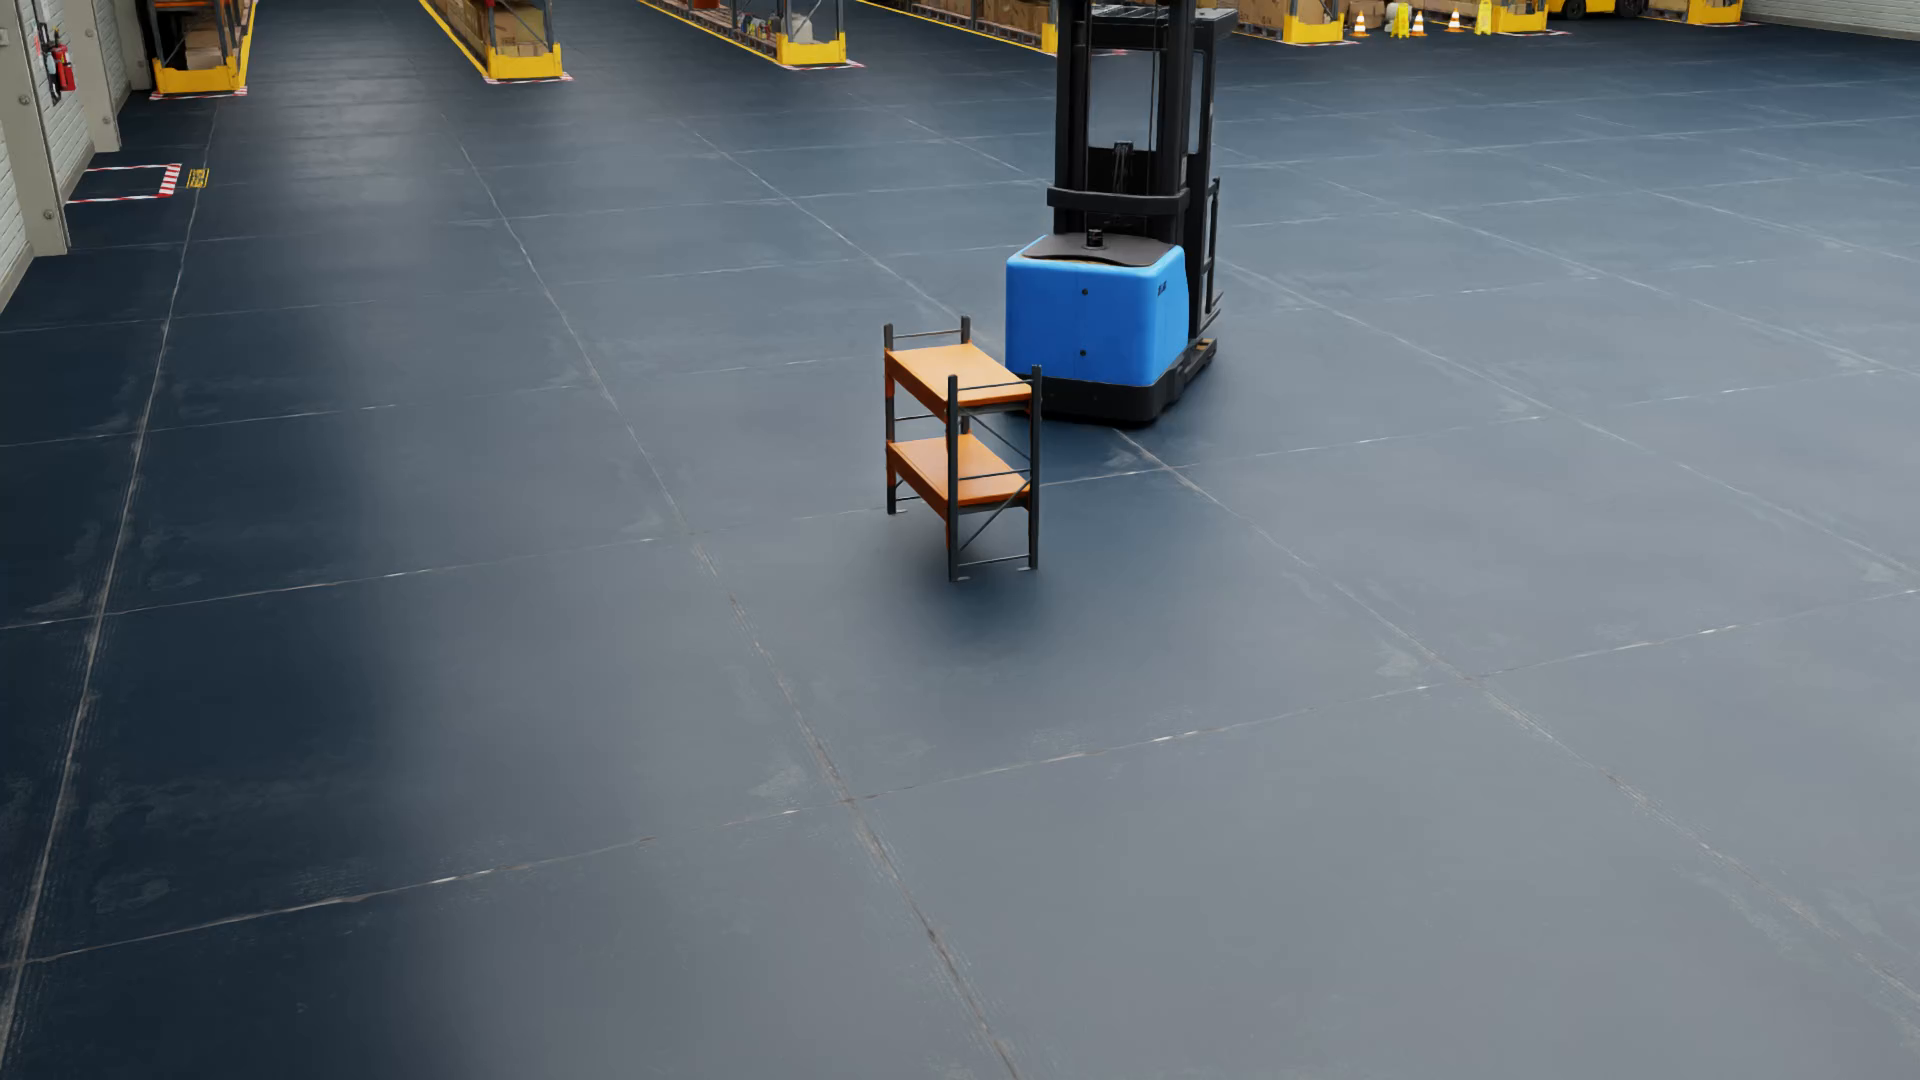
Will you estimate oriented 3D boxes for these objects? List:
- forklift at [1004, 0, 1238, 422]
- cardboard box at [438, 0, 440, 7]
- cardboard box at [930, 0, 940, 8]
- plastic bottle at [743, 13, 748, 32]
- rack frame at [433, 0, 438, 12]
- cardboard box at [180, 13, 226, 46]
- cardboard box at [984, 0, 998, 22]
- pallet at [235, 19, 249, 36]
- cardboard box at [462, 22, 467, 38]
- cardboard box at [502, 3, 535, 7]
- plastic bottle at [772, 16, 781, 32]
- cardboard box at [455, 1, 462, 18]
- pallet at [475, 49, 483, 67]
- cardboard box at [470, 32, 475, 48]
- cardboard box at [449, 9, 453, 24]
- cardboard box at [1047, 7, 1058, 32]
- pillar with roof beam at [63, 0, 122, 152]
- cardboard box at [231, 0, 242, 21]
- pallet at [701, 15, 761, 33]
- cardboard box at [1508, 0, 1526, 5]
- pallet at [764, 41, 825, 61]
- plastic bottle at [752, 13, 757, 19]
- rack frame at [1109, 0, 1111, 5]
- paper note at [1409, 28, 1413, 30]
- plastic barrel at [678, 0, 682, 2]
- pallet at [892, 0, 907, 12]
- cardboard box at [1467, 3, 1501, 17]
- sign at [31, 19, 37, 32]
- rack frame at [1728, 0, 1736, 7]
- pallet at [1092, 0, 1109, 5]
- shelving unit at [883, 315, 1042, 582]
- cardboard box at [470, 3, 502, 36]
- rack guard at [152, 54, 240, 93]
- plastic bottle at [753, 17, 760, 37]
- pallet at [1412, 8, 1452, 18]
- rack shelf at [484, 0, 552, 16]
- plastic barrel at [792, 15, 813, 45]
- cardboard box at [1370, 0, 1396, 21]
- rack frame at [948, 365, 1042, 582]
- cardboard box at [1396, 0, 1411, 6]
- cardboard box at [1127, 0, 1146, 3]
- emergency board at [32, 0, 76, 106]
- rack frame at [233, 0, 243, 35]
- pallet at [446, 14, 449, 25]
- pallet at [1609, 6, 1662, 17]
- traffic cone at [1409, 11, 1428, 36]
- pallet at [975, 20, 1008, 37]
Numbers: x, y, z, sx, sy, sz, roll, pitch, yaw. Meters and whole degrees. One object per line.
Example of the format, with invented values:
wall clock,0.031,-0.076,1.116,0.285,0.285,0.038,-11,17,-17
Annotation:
forklift,1.283,-2.670,11.810,1.130,2.935,3.031,8,24,19
cardboard box,-11.078,-11.846,36.146,0.500,0.500,0.500,-8,24,-18
cardboard box,-0.244,-11.894,36.260,0.700,0.500,0.500,-10,25,-23
plastic bottle,-4.031,-9.783,31.442,0.144,0.351,0.185,-8,24,-18
rack frame,-11.389,-13.379,37.131,1.000,3.000,0.127,-8,24,-19
cardboard box,-13.472,-9.107,29.648,0.700,0.500,0.500,-7,24,-17
cardboard box,0.810,-10.721,33.503,0.500,0.500,0.500,-9,25,-21
pallet,-14.817,-10.257,33.313,1.003,0.211,1.213,-8,24,-19
cardboard box,-8.981,-9.510,30.950,0.500,0.250,0.500,-9,24,-20
cardboard box,-7.659,-9.062,28.922,0.500,0.500,0.500,-8,24,-19
plastic bottle,-3.493,-9.805,31.591,0.152,0.276,0.135,-8,24,-19
cardboard box,-9.338,-10.135,31.712,0.500,0.311,0.500,-8,24,-19
pallet,-7.887,-8.449,29.024,1.003,0.211,1.213,-8,24,-19
cardboard box,-8.339,-8.824,29.323,0.500,0.250,0.500,-8,24,-19
cardboard box,-9.888,-10.439,33.155,0.500,0.250,0.500,-9,24,-20
cardboard box,1.914,-9.648,30.956,0.500,0.500,0.500,-4,23,-9
pillar with roof beam,-6.693,-9.649,20.556,9.100,9.000,0.400,-8,24,-19
cardboard box,-14.746,-10.733,33.080,0.750,0.750,0.750,-9,24,-20
pallet,-4.676,-10.590,34.104,1.003,0.211,1.213,-8,24,-19
cardboard box,11.355,-11.348,34.347,0.500,0.500,0.500,-9,25,-21
pallet,-2.868,-8.729,29.690,1.003,0.211,1.213,-8,24,-19
plastic bottle,-3.896,-9.802,31.489,0.144,0.351,0.185,-8,24,-19
rack frame,3.969,-13.928,38.432,1.000,3.000,0.127,-8,24,-19
paper note,9.194,-10.439,33.978,0.148,0.019,0.142,-18,29,-37
plastic barrel,-6.212,-12.430,37.542,0.421,0.512,0.421,0,23,0
pallet,-0.915,-12.296,38.151,1.003,0.211,1.213,-8,24,-19
cardboard box,10.844,-10.929,34.317,0.500,0.250,0.500,-8,24,-19
sign,-9.777,-5.439,17.564,0.001,0.109,0.331,-8,24,-19
rack frame,16.032,-12.419,34.853,1.000,3.000,0.127,-8,24,-19
pallet,3.694,-12.927,39.648,1.003,0.211,1.213,-8,24,-19
shelving unit,-0.002,-0.521,9.037,0.538,1.125,1.048,-8,24,-19
cardboard box,-8.160,-8.988,28.748,0.500,0.500,0.500,-8,24,-19
rack guard,-11.810,-7.214,25.722,1.175,0.500,0.348,-8,24,-19
plastic bottle,-3.748,-9.492,30.753,0.144,0.351,0.185,-7,24,-17
pallet,10.247,-11.666,36.657,1.003,0.211,1.213,-8,24,-19
rack shelf,-7.857,-9.414,28.650,1.077,0.370,4.000,-8,24,-19
plastic barrel,-2.819,-8.973,29.340,0.421,0.512,0.421,0,23,0
cardboard box,9.082,-11.463,35.801,0.500,0.500,0.500,8,24,18
rack frame,0.177,-0.336,8.599,0.500,1.125,0.032,-8,24,-19
cardboard box,9.933,-11.865,36.538,0.500,0.250,0.500,-10,25,-21
cardboard box,4.412,-12.534,37.481,1.050,0.750,0.750,-8,24,-18
emergency board,-9.883,-5.390,18.177,0.194,1.169,0.643,-8,24,-19
rack frame,-14.609,-11.245,32.067,1.000,3.000,0.127,-8,24,-19
pallet,-10.205,-10.917,34.881,1.003,0.211,1.213,-8,24,-19
pallet,15.296,-11.849,37.090,1.003,0.211,1.213,-8,24,-19
traffic cone,9.113,-10.271,33.023,0.336,0.463,0.334,-8,24,-19
pallet,0.976,-10.306,33.431,1.003,0.211,1.213,-8,24,-19
